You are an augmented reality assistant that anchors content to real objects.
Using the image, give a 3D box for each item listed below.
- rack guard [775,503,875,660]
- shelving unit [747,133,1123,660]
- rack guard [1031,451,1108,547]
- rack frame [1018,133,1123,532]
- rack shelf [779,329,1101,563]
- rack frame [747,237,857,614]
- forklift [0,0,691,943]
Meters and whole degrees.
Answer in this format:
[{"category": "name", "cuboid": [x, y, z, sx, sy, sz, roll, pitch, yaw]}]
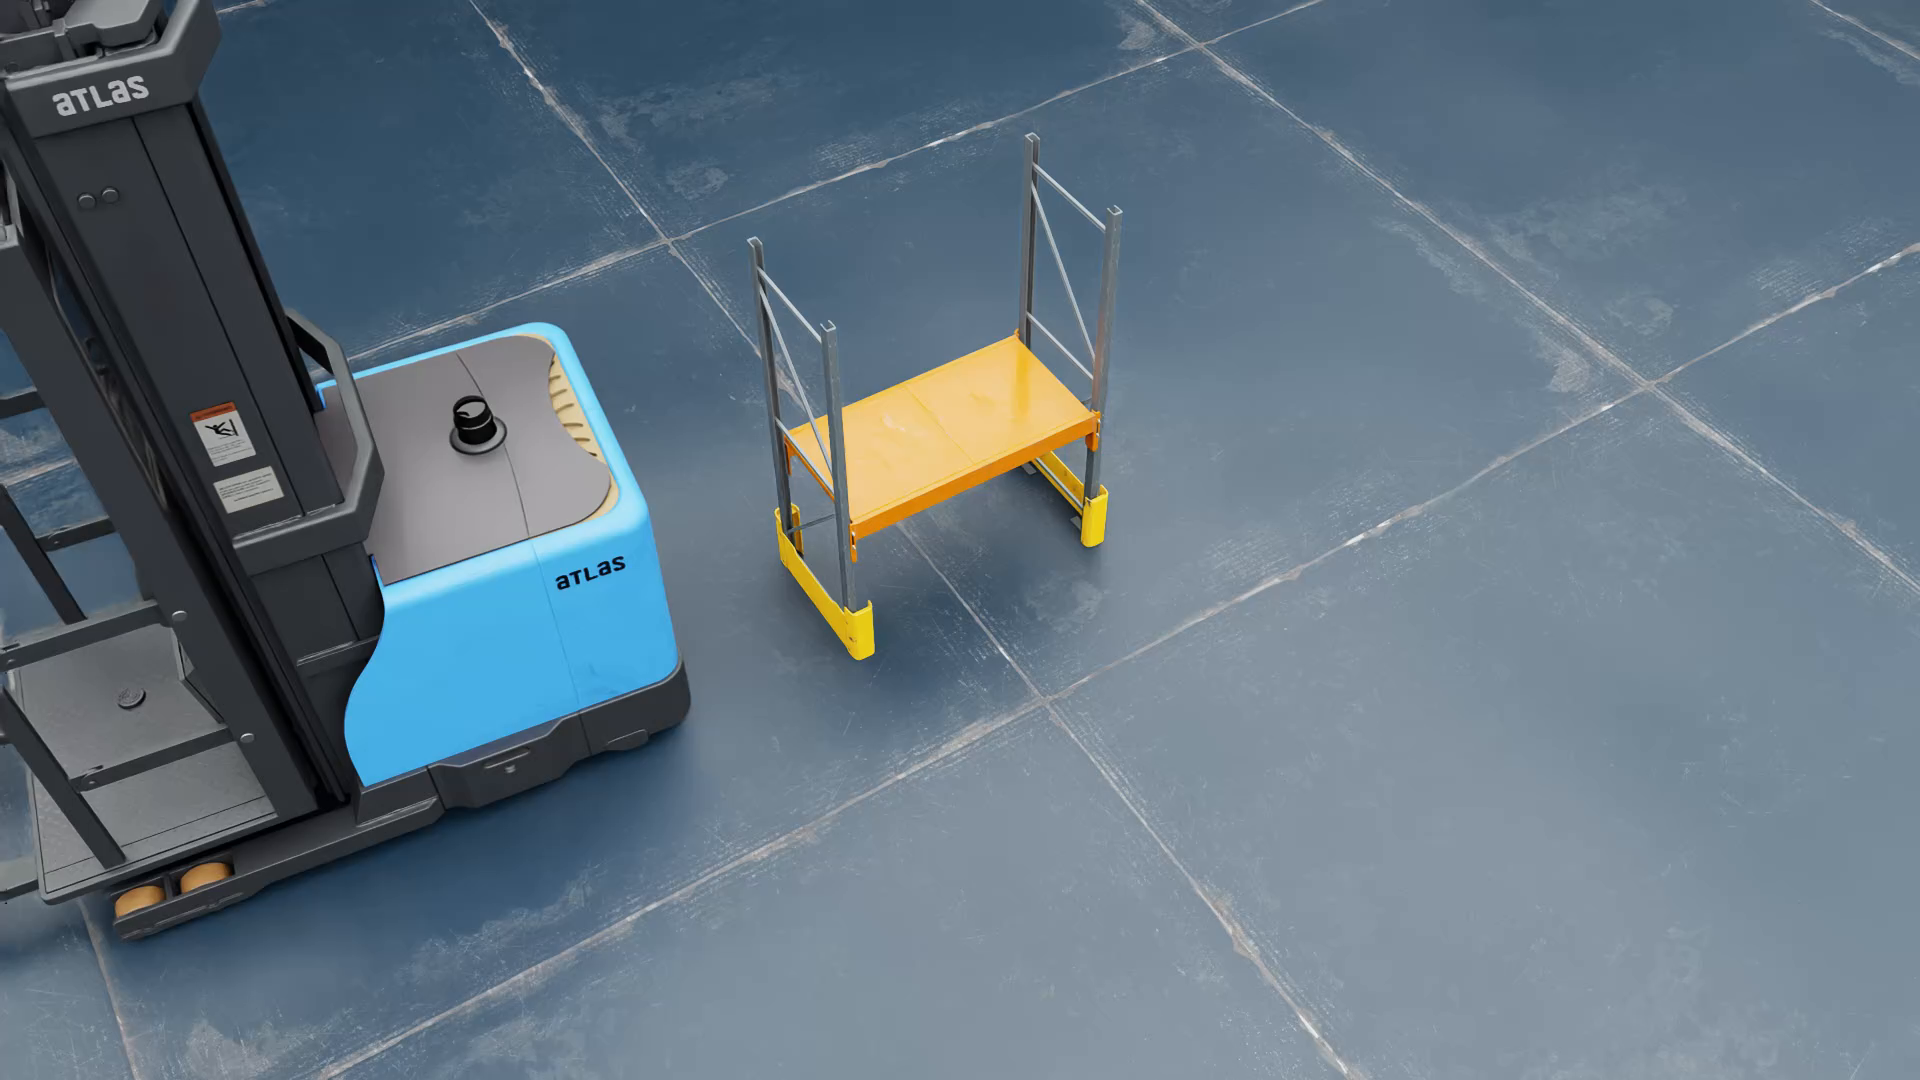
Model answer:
[{"category": "rack guard", "cuboid": [-0.486, 0.146, 5.953, 0.087, 0.250, 0.587, -25, 53, -21]}, {"category": "shelving unit", "cuboid": [-0.064, -0.468, 5.663, 1.083, 1.500, 0.587, -25, 53, -21]}, {"category": "rack guard", "cuboid": [0.357, -0.251, 6.306, 0.087, 0.250, 0.587, -25, 53, -21]}, {"category": "rack frame", "cuboid": [0.358, -0.667, 5.840, 0.032, 1.500, 0.500, -25, 53, -21]}, {"category": "rack shelf", "cuboid": [-0.072, -0.345, 5.794, 1.000, 0.185, 0.538, -25, 53, -21]}, {"category": "rack frame", "cuboid": [-0.502, -0.262, 5.479, 0.032, 1.500, 0.500, -25, 53, -21]}, {"category": "forklift", "cuboid": [-2.473, -0.202, 4.468, 3.031, 2.935, 1.130, -19, 51, -17]}]
